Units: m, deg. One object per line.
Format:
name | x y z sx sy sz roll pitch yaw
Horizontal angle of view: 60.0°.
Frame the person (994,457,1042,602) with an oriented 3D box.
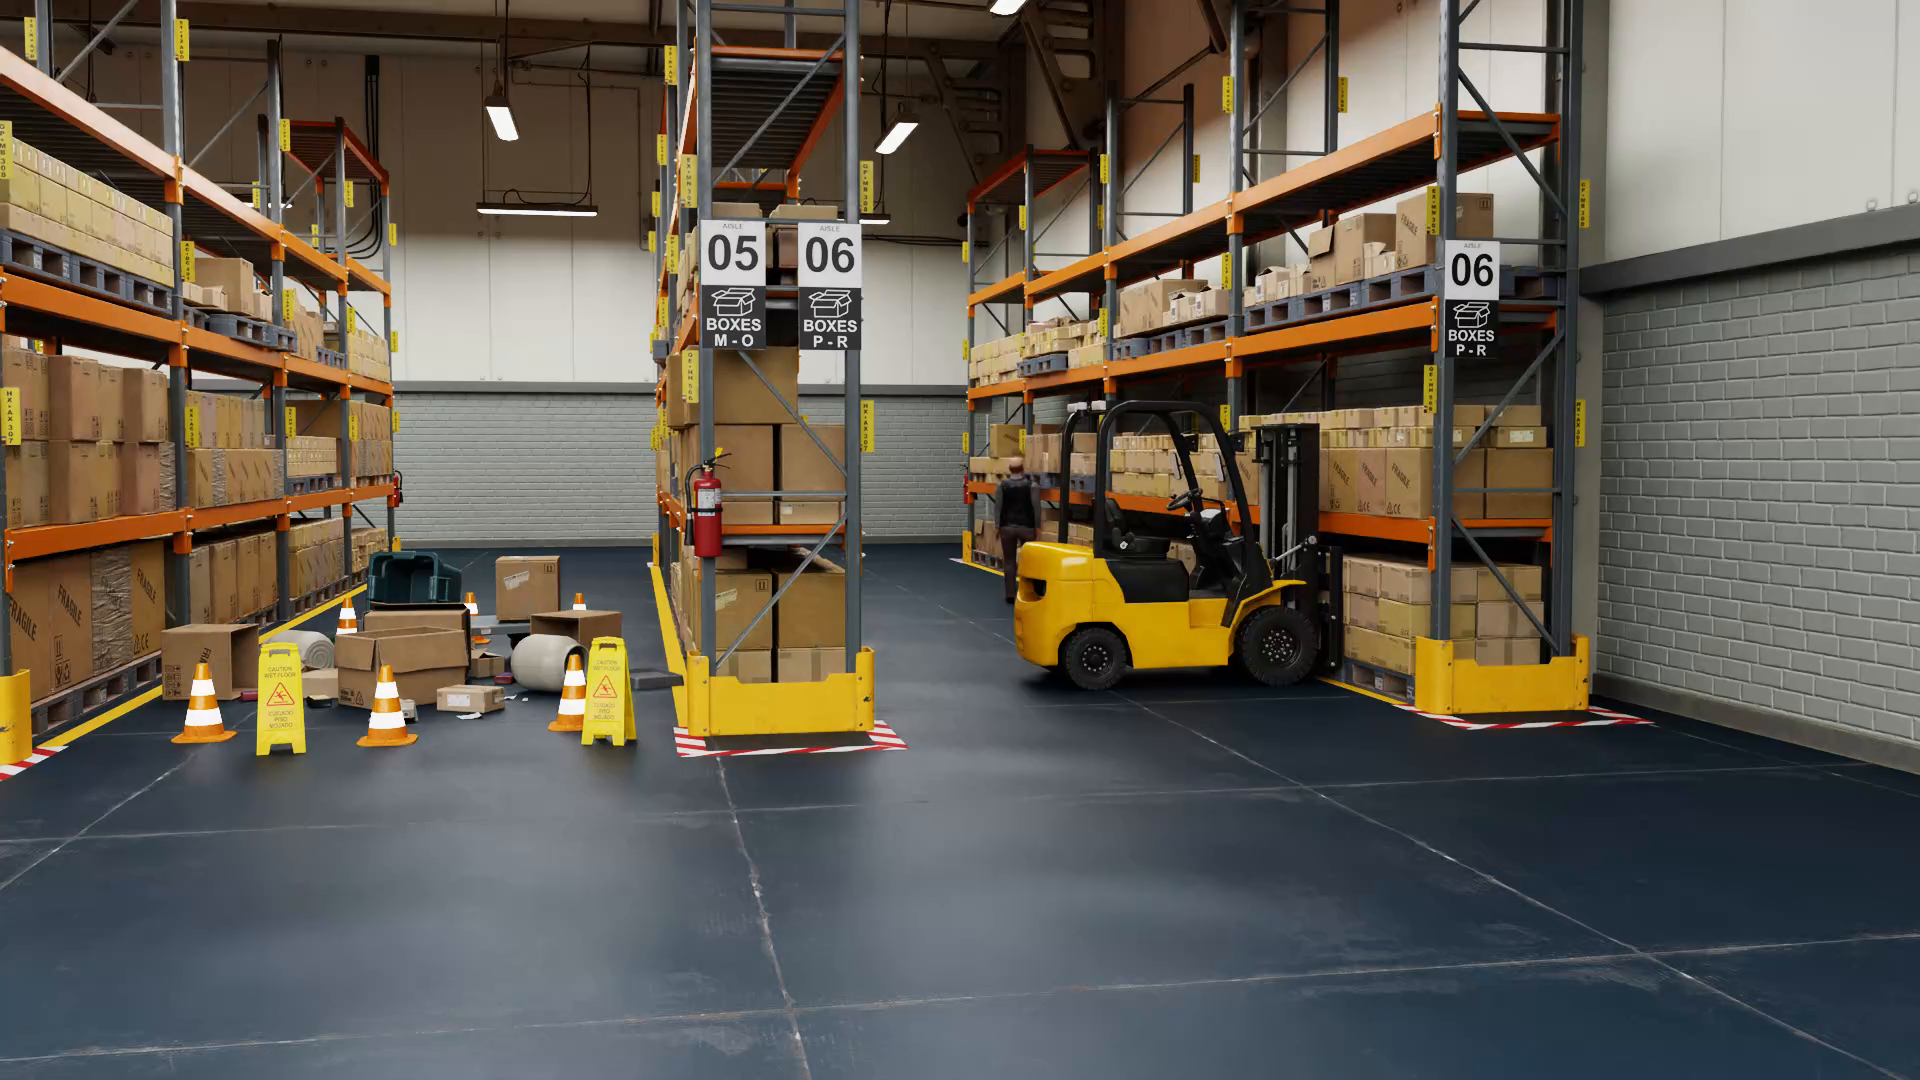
person | 0.680 -0.117 19.433 0.554 1.709 0.662 0 3 5
